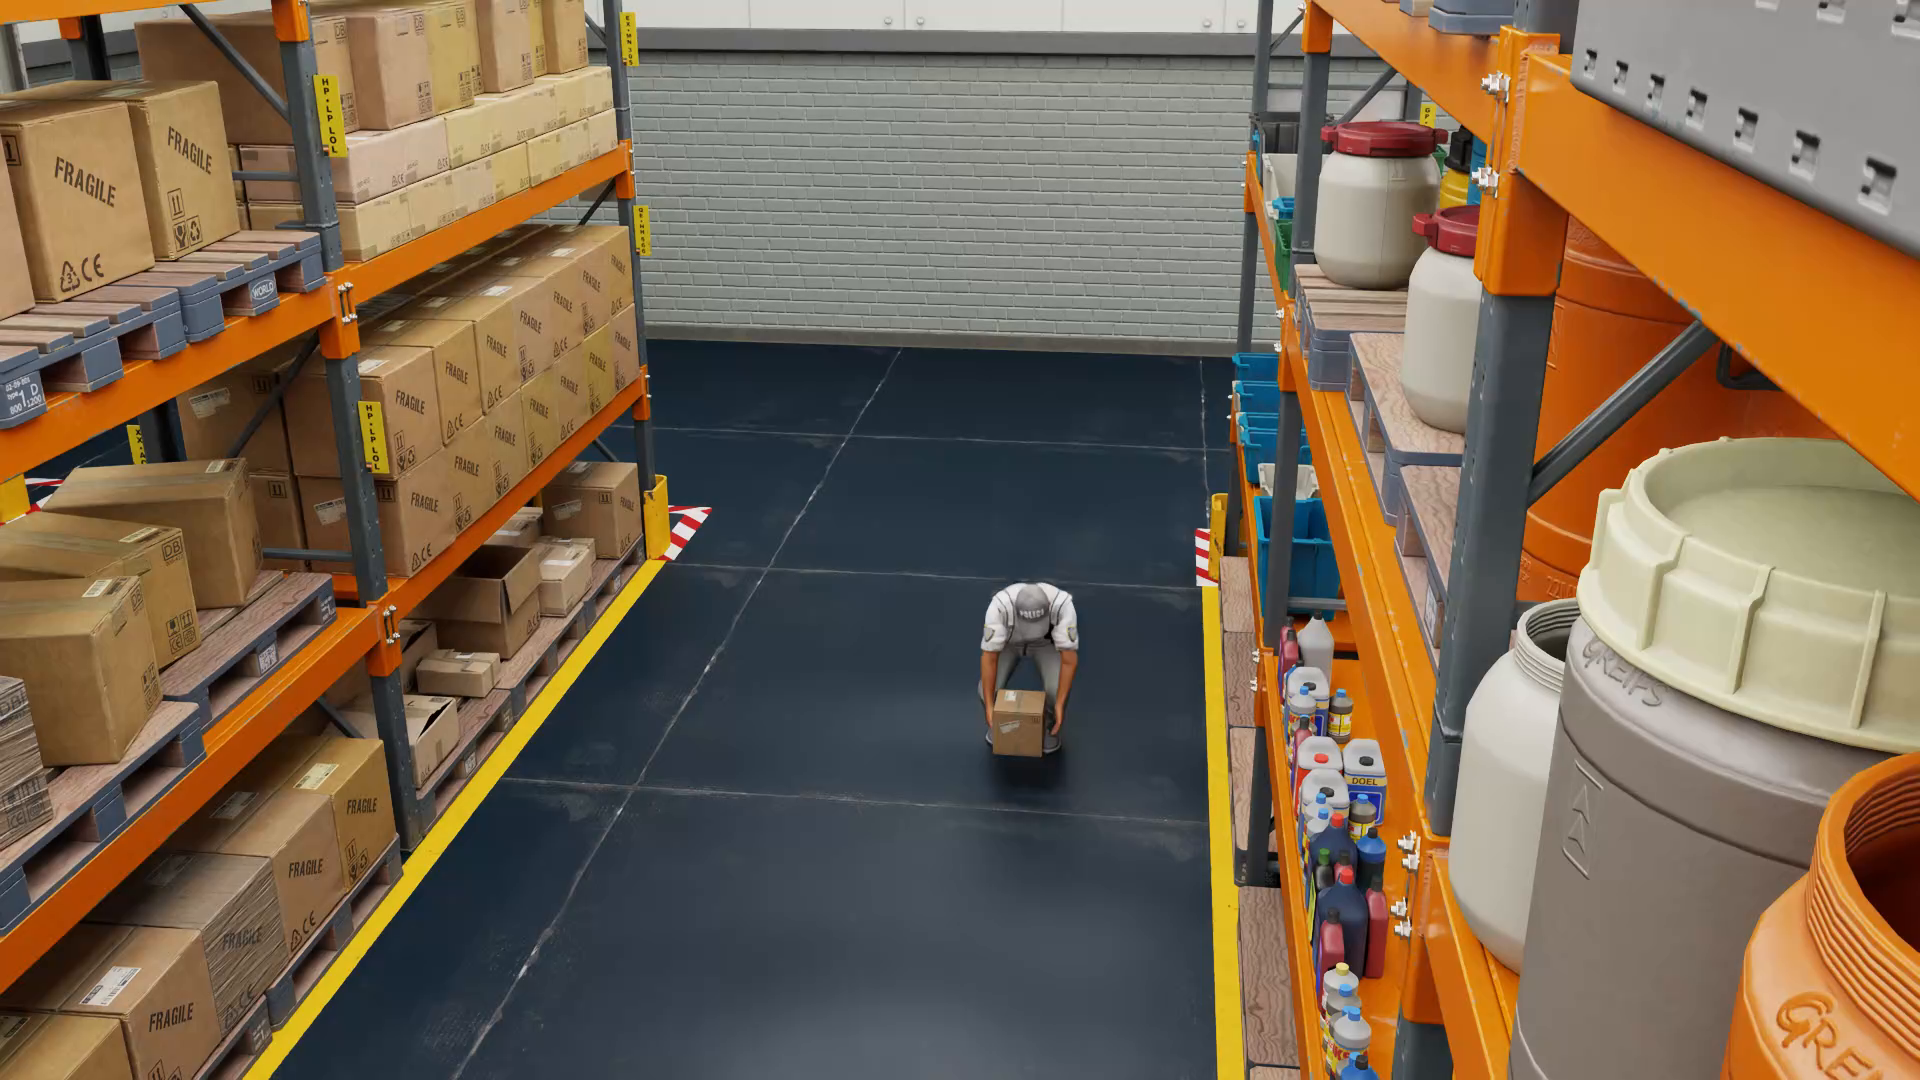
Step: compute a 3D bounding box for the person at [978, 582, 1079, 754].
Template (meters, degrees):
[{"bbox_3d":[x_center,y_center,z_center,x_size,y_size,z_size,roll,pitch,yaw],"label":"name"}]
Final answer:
[{"bbox_3d":[0.369,0.617,8.838,0.532,1.061,0.832,2,21,6],"label":"person"}]
